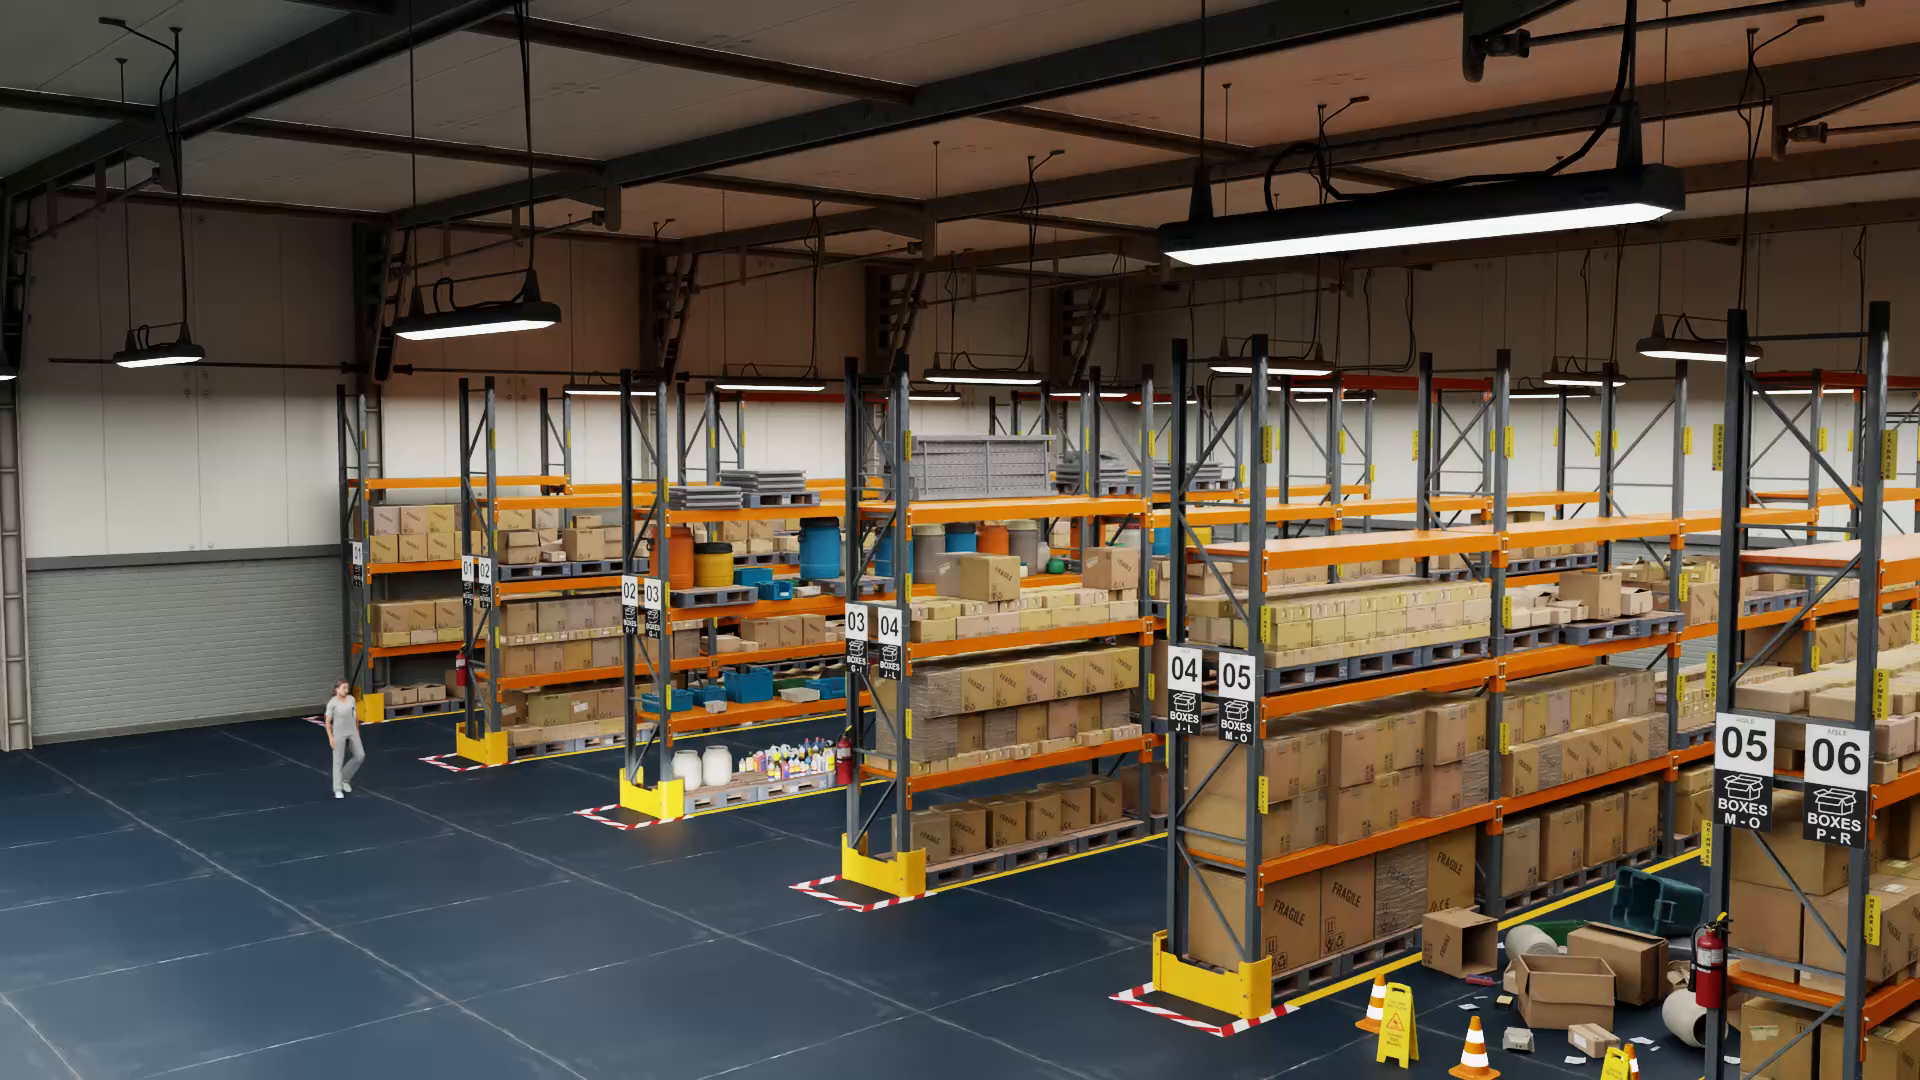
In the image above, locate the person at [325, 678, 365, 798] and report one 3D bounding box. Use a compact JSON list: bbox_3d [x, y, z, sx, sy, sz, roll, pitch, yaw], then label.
[{"bbox_3d":[-8.738,2.785,23.576,0.523,1.677,0.553,3,5,42],"label":"person"}]
